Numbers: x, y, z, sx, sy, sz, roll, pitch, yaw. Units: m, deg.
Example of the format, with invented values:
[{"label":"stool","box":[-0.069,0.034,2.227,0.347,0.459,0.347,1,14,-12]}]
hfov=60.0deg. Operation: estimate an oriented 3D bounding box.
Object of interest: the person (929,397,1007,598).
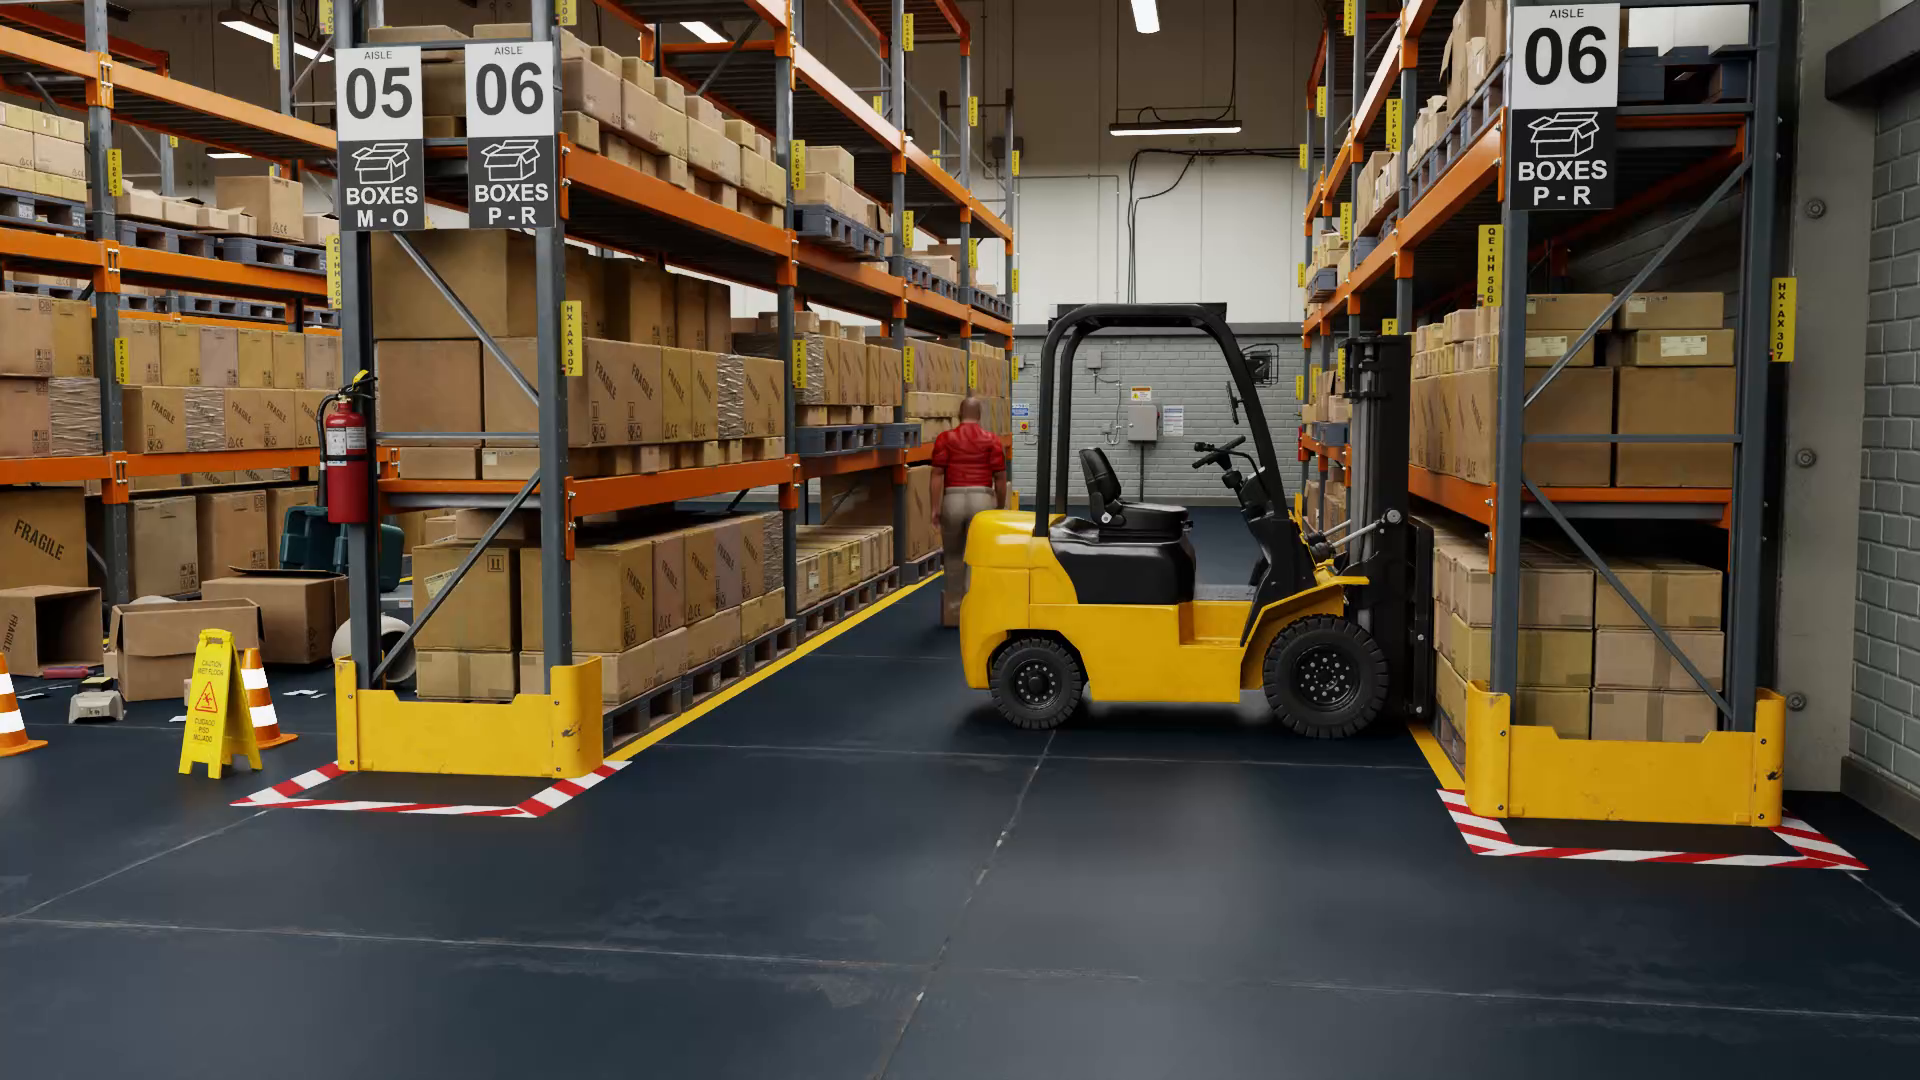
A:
[{"label":"person","box":[0.064,-0.181,12.421,0.558,1.766,0.832,1,4,8]}]
